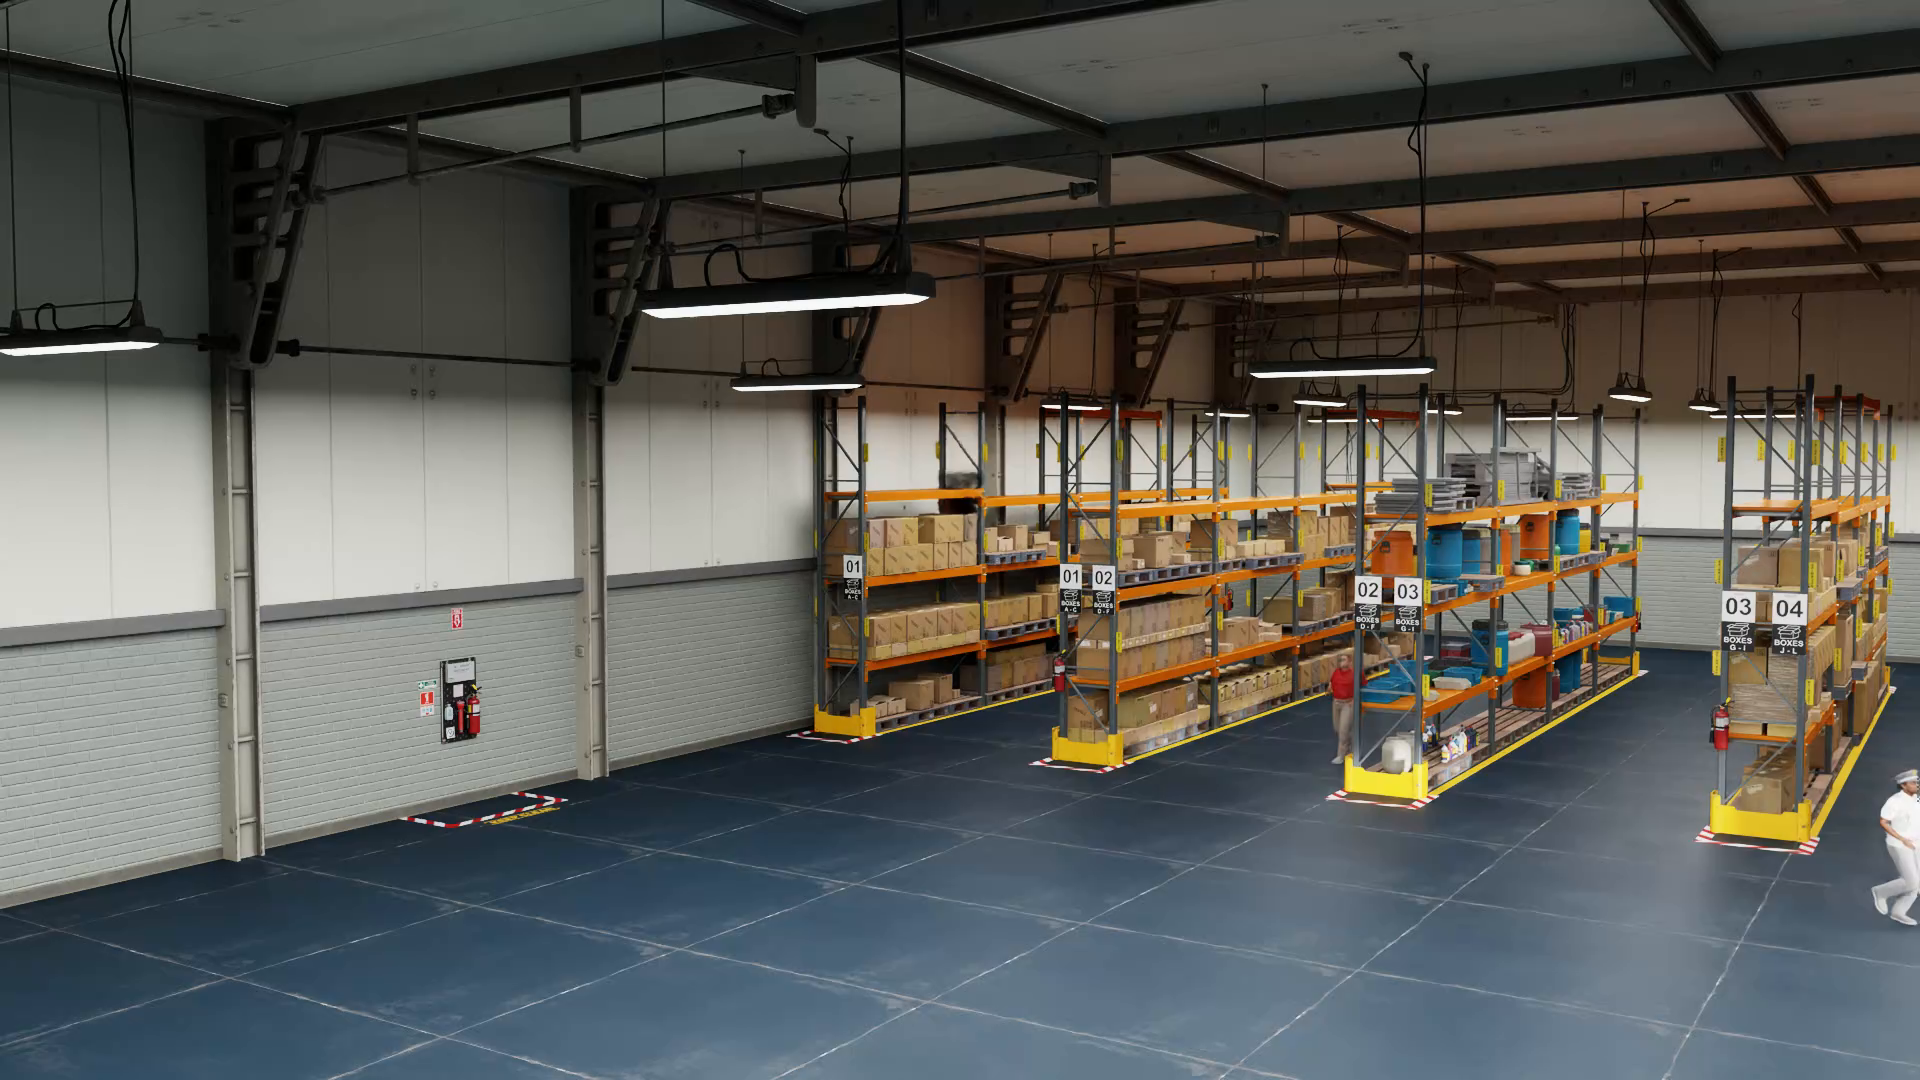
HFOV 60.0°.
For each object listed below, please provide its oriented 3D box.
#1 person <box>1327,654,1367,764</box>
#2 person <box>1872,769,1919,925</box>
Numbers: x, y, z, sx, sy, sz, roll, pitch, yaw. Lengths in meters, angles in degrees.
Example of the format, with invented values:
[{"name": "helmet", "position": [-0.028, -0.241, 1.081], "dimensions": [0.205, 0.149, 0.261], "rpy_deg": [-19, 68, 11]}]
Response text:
[{"name": "person", "position": [6.241, 2.722, 27.015], "dimensions": [0.858, 1.728, 0.682], "rpy_deg": [-2, 4, -40]}, {"name": "person", "position": [10.046, 3.244, 17.674], "dimensions": [0.555, 1.654, 0.549], "rpy_deg": [-2, 3, -28]}]
